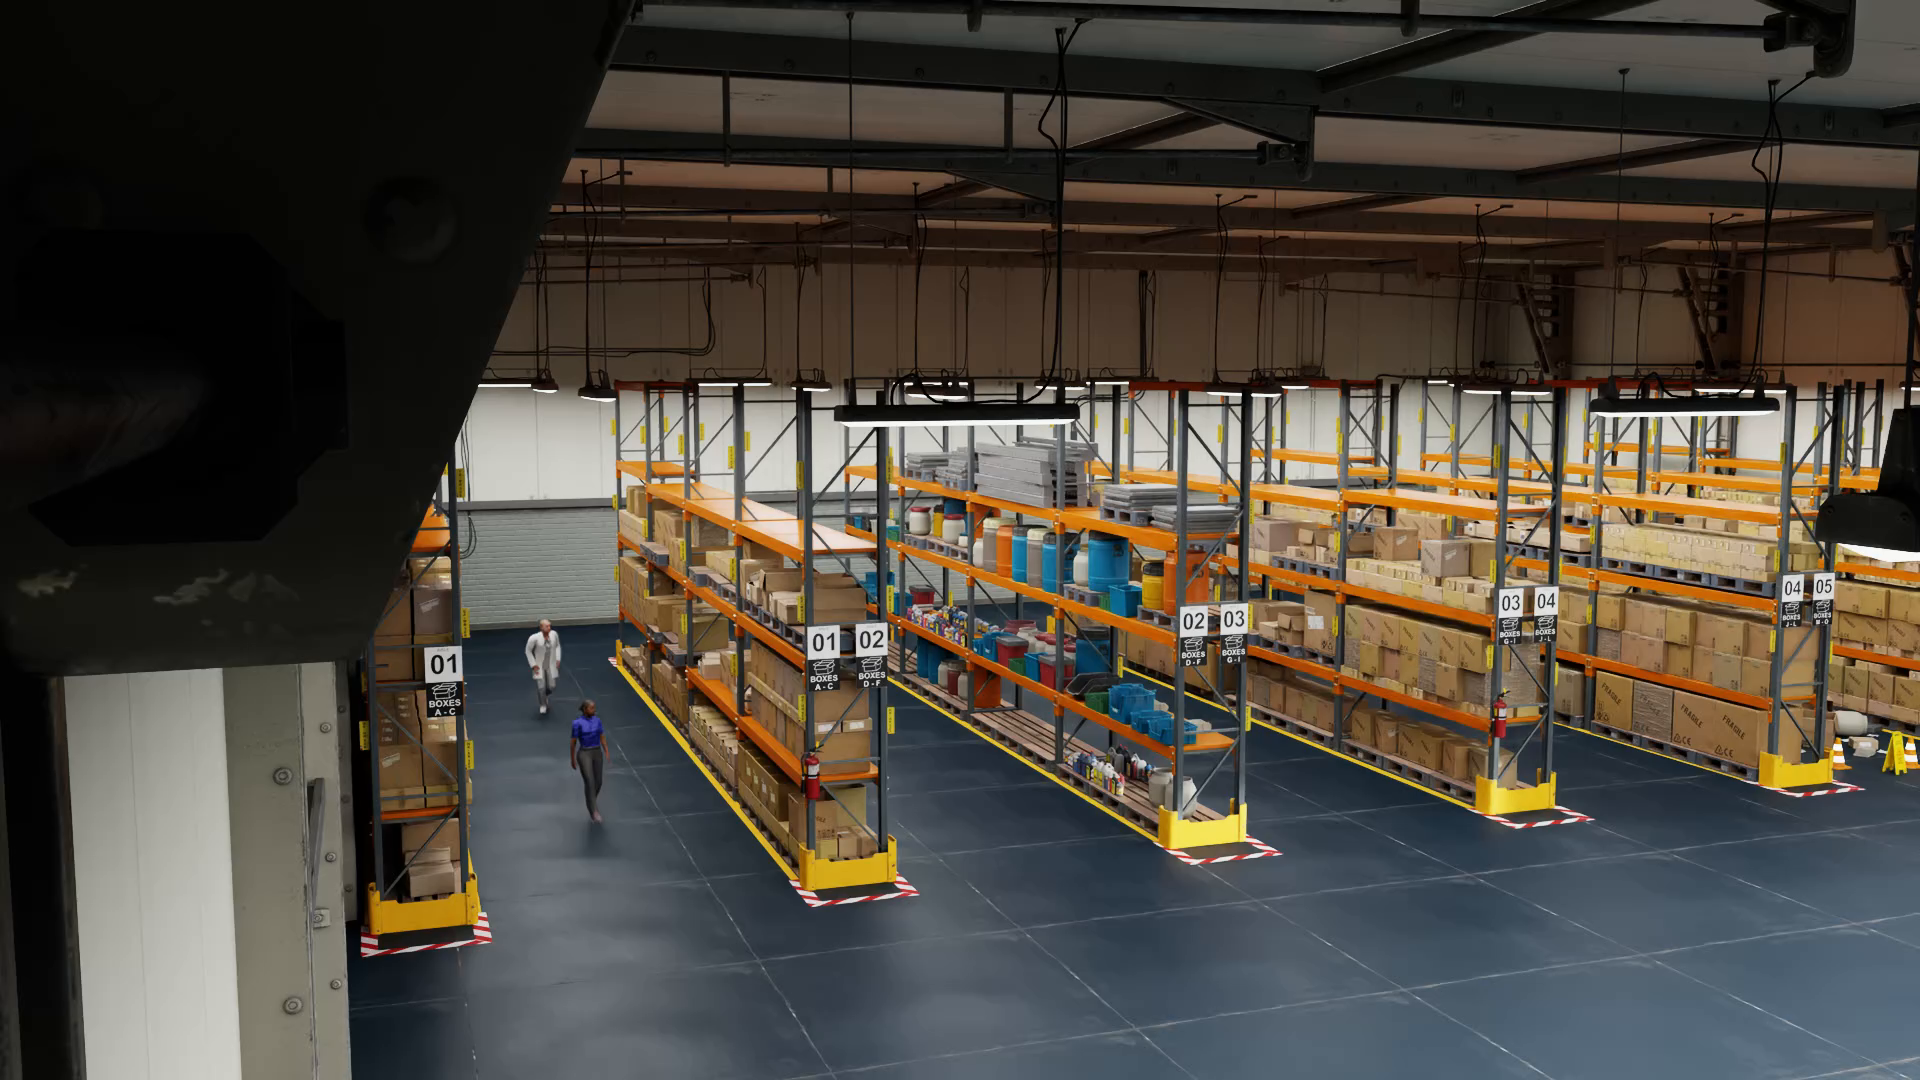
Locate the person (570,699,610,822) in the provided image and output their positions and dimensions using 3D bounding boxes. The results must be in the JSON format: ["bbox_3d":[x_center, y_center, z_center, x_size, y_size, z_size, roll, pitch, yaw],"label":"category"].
[{"bbox_3d":[-5.128,3.072,23.334,0.477,1.651,0.731,-6,8,-44],"label":"person"}]

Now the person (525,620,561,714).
[{"bbox_3d":[-7.617,2.249,30.332,0.671,1.654,0.584,-3,7,-27],"label":"person"}]
